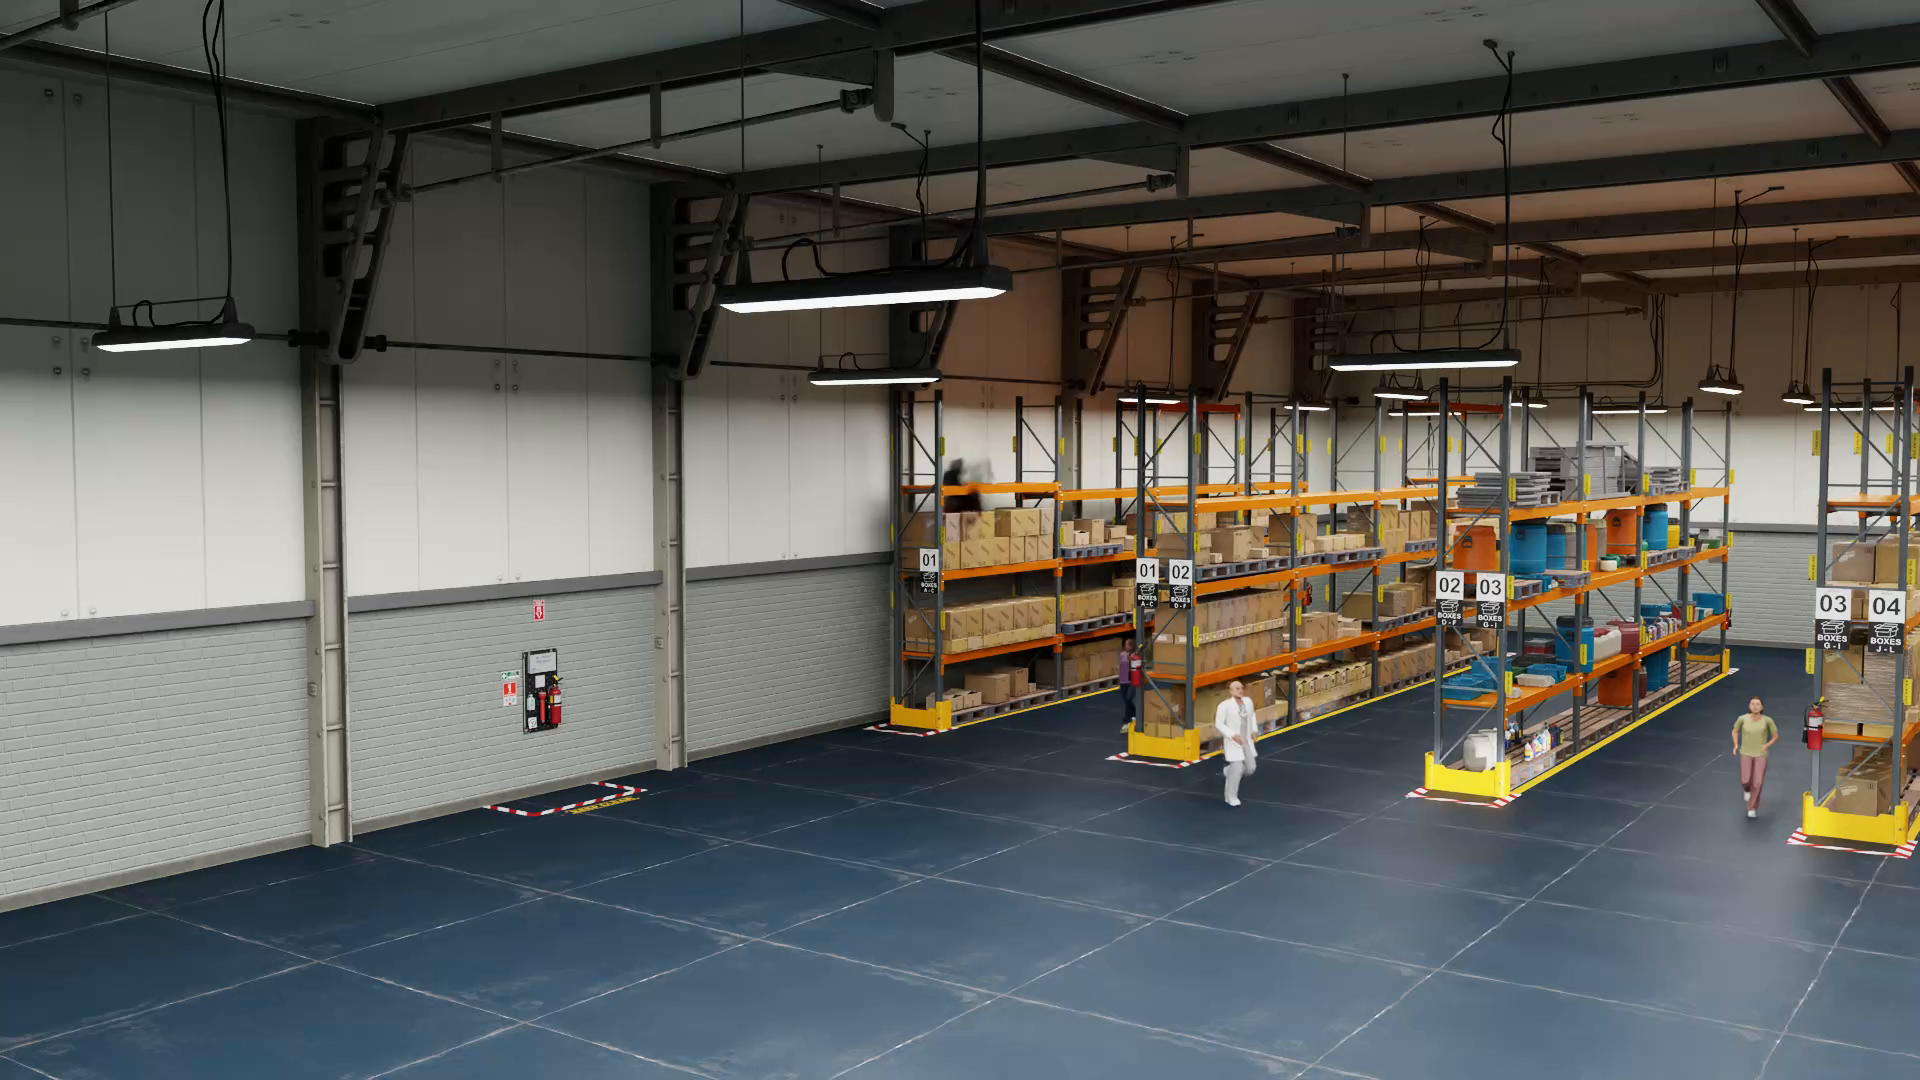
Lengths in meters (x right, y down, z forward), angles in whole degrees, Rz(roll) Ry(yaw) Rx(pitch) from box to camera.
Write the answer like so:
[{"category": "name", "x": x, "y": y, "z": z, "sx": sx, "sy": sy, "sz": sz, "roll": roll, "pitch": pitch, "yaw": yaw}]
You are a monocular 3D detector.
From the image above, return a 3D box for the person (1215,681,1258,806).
[{"category": "person", "x": 3.876, "y": 2.832, "z": 23.233, "sx": 0.734, "sy": 1.738, "sz": 0.699, "roll": -1, "pitch": 4, "yaw": -25}]

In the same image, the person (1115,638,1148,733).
[{"category": "person", "x": 2.976, "y": 2.533, "z": 29.236, "sx": 0.532, "sy": 1.612, "sz": 0.799, "roll": 2, "pitch": 4, "yaw": 33}]

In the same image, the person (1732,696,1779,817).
[{"category": "person", "x": 10.794, "y": 2.926, "z": 22.591, "sx": 0.582, "sy": 1.628, "sz": 0.558, "roll": 2, "pitch": 4, "yaw": 29}]
